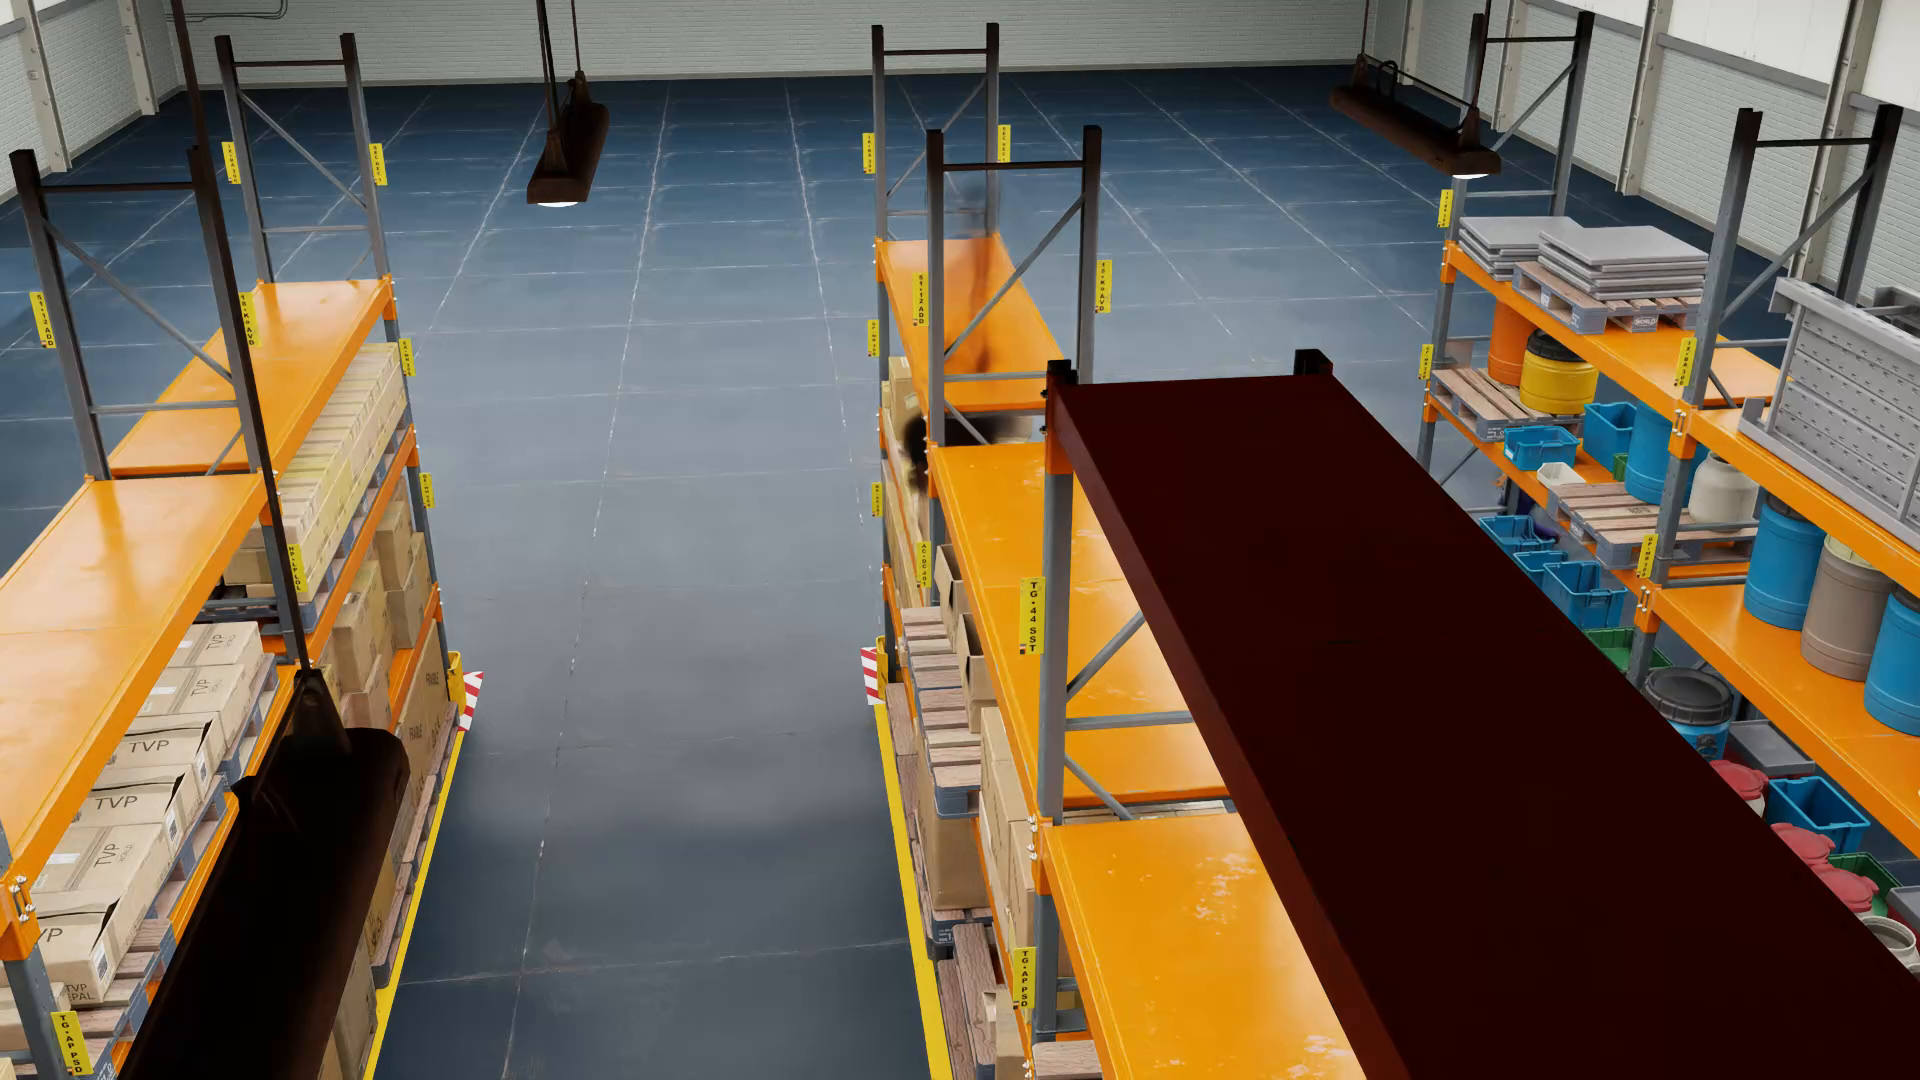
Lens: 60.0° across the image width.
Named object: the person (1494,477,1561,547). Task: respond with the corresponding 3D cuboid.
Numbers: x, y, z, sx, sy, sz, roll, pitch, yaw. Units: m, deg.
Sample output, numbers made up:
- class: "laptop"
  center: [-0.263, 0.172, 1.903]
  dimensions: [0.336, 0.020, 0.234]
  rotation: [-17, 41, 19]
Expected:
- class: "person"
  center: [6.115, -0.543, 17.812]
  dimensions: [0.762, 1.622, 0.592]
  rotation: [9, 27, 18]
